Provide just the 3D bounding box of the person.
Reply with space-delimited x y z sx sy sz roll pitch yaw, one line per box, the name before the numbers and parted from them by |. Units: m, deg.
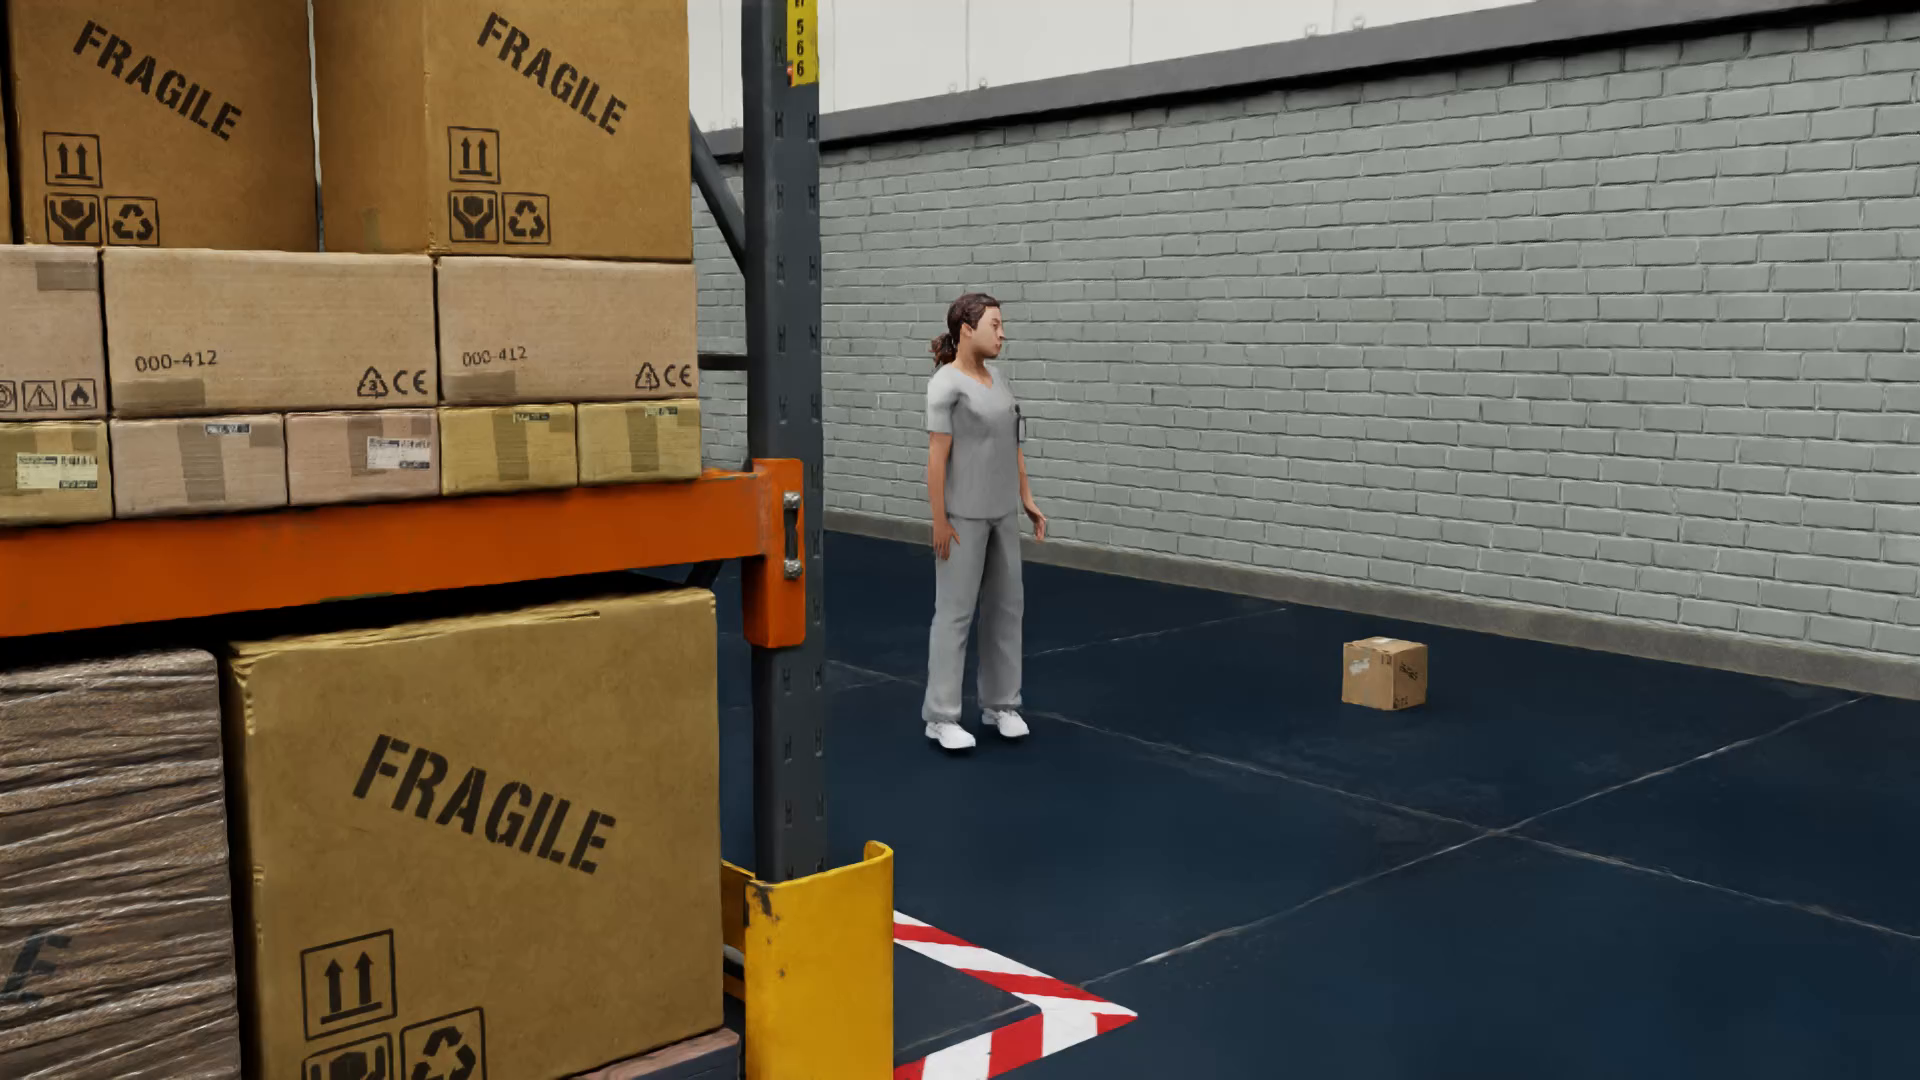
person | 0.075 -0.081 6.242 0.372 1.679 0.492 7 10 42
